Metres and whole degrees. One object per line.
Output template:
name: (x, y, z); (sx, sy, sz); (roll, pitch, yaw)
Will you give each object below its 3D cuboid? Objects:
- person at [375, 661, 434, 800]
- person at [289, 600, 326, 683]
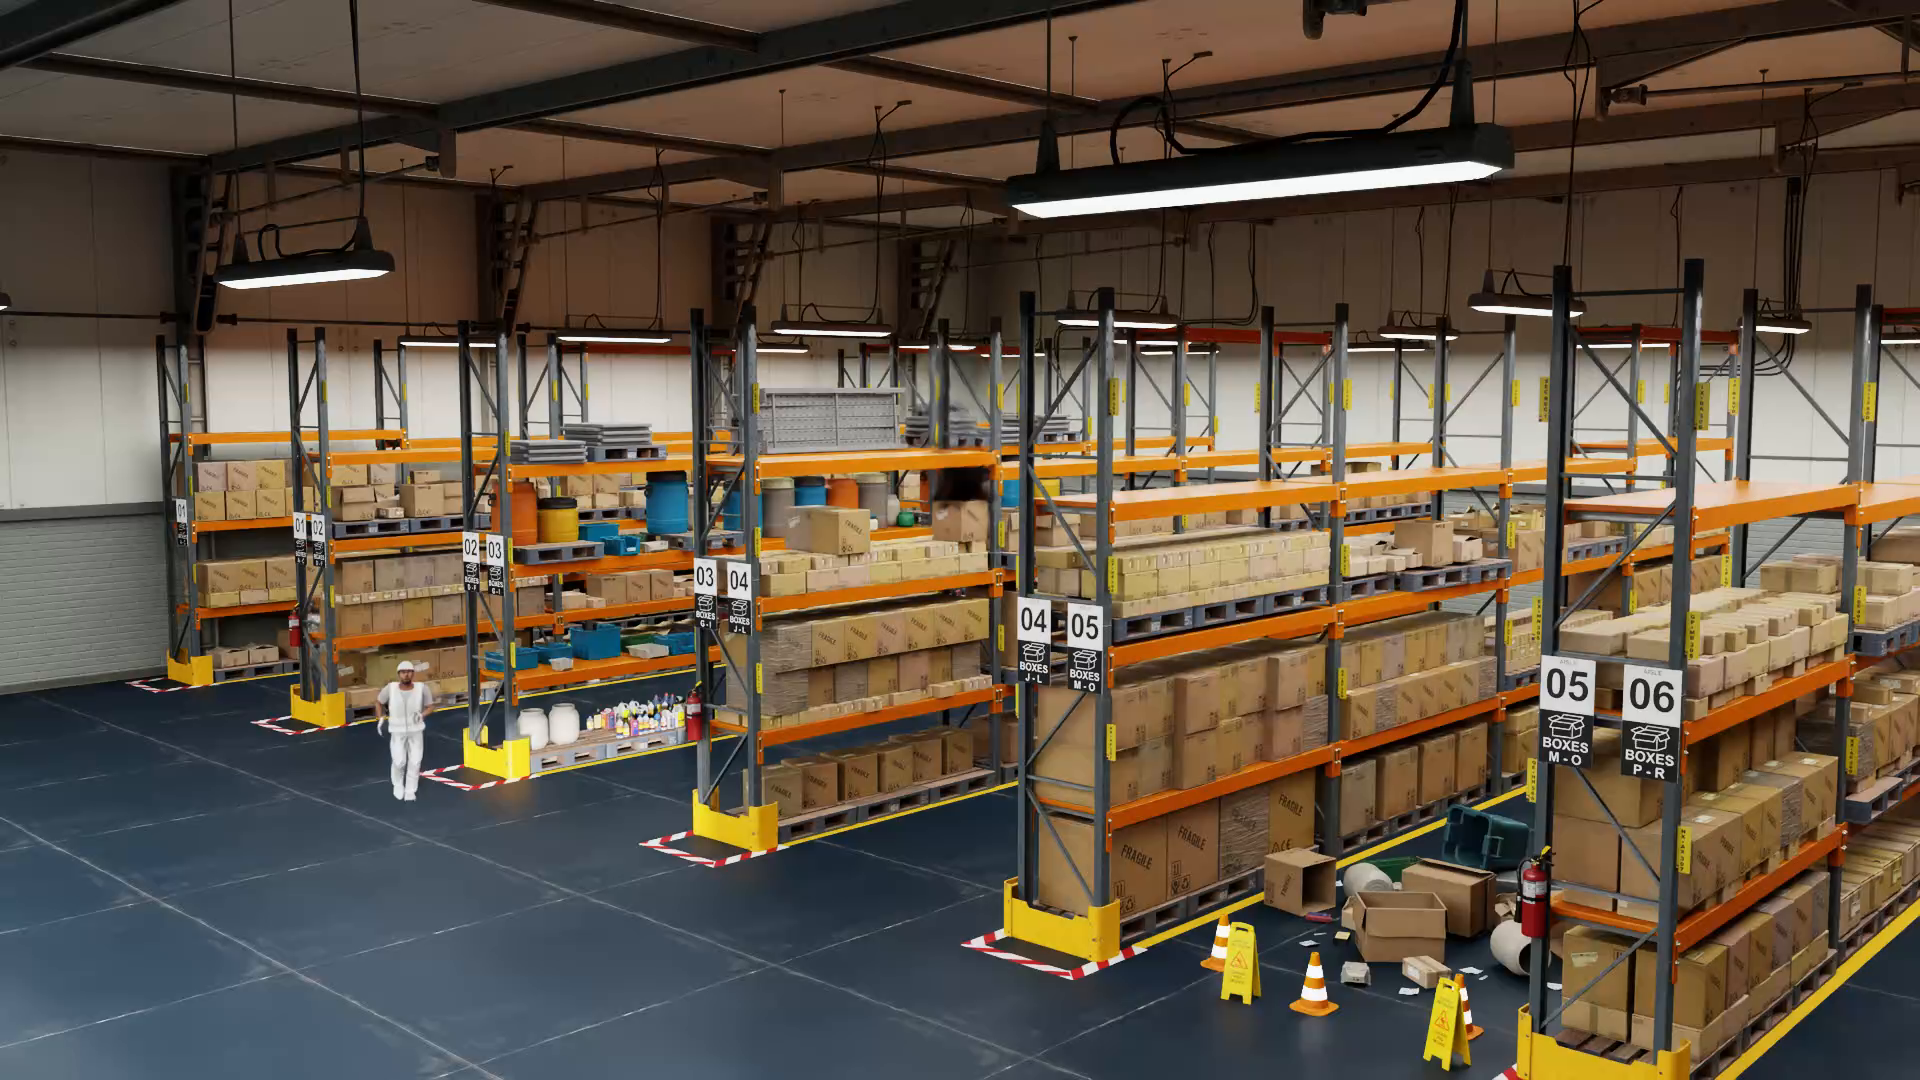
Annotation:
person: (-6.815, 2.363, 20.464); (0.673, 1.747, 0.630); (-2, 6, -22)
person: (-10.491, 1.792, 26.944); (0.587, 1.744, 0.832); (4, 7, 34)
